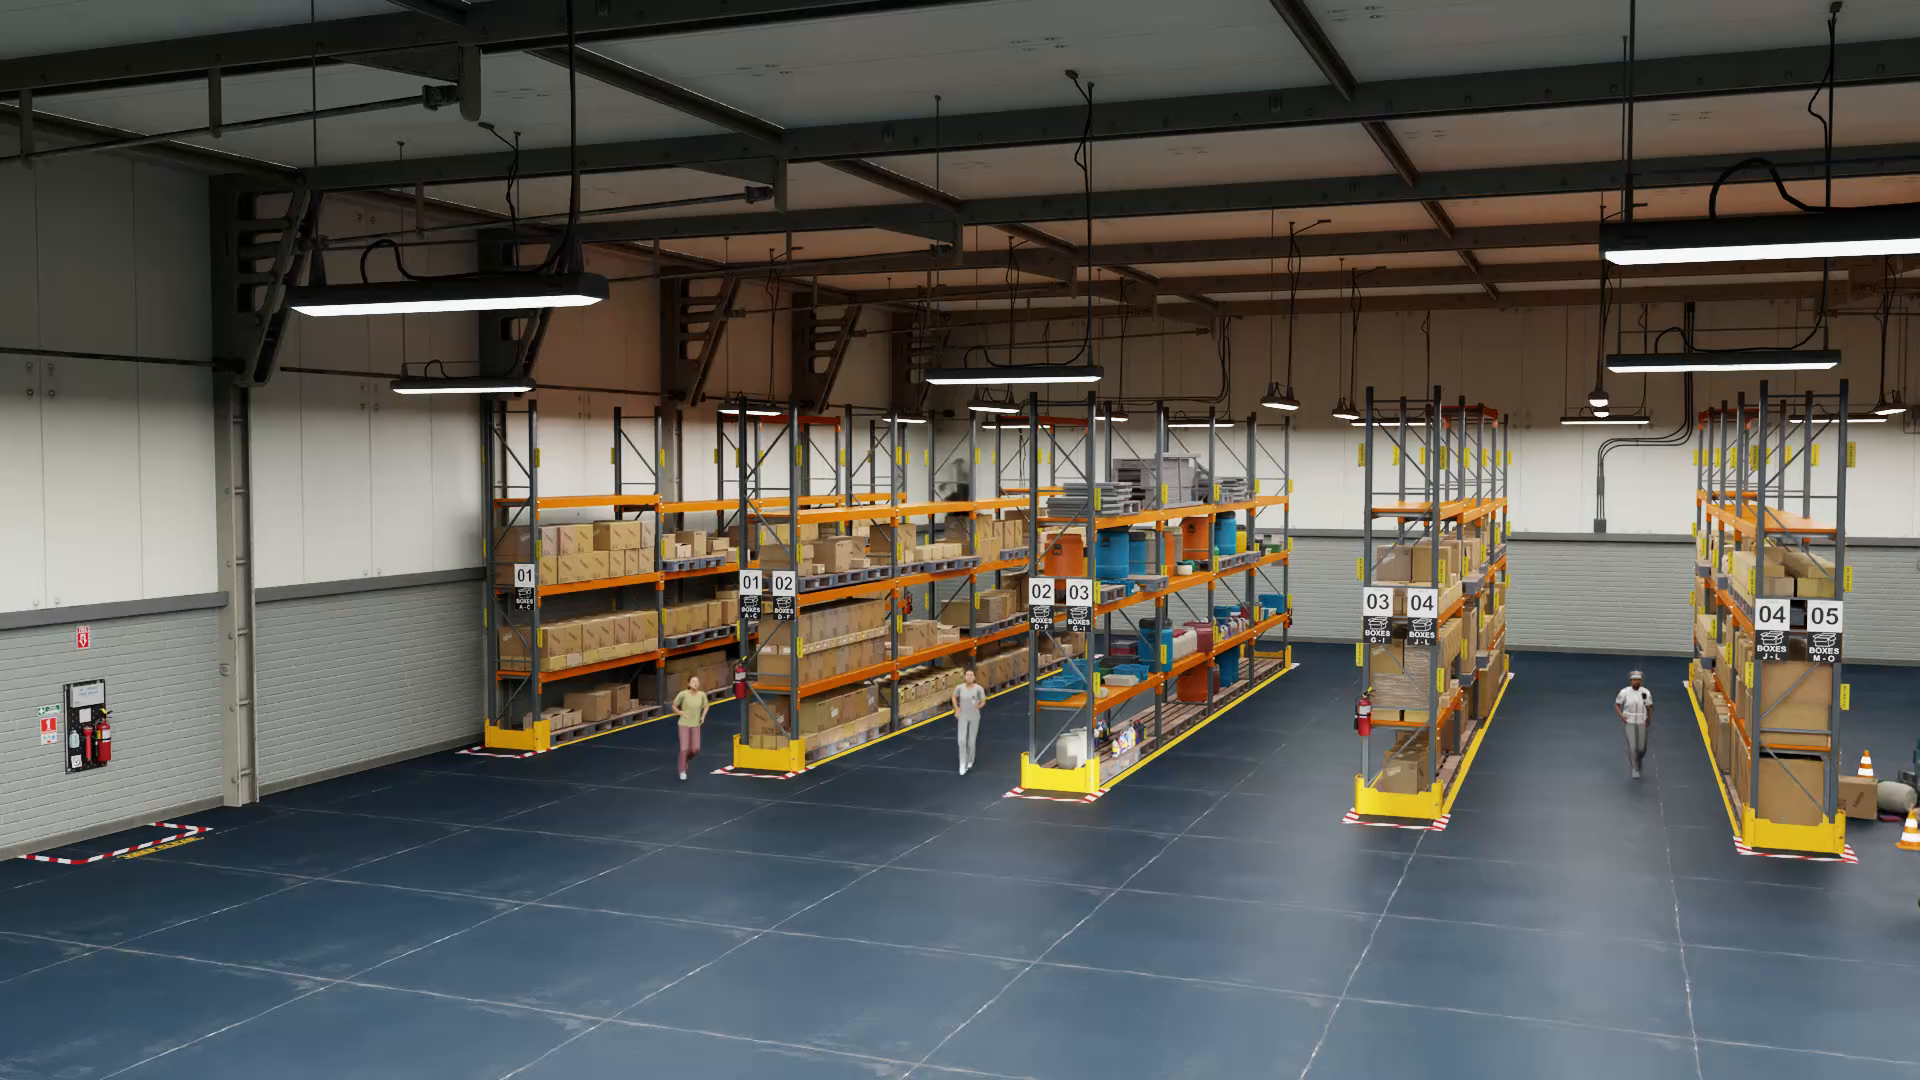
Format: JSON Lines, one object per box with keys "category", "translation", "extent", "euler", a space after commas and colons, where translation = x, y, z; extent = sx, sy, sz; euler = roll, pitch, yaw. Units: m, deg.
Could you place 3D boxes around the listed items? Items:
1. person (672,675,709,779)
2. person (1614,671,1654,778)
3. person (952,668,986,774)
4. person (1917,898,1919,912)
{"category": "person", "translation": [-4.200, 2.916, 26.047], "extent": [0.602, 1.621, 0.530], "euler": [-1, 3, -21]}
{"category": "person", "translation": [10.617, 2.883, 26.201], "extent": [0.587, 1.660, 0.601], "euler": [1, 3, 14]}
{"category": "person", "translation": [0.136, 2.875, 26.430], "extent": [0.542, 1.694, 0.700], "euler": [0, 3, 2]}
{"category": "person", "translation": [10.675, 3.242, 17.866], "extent": [0.674, 1.778, 0.753], "euler": [-1, 3, -20]}
